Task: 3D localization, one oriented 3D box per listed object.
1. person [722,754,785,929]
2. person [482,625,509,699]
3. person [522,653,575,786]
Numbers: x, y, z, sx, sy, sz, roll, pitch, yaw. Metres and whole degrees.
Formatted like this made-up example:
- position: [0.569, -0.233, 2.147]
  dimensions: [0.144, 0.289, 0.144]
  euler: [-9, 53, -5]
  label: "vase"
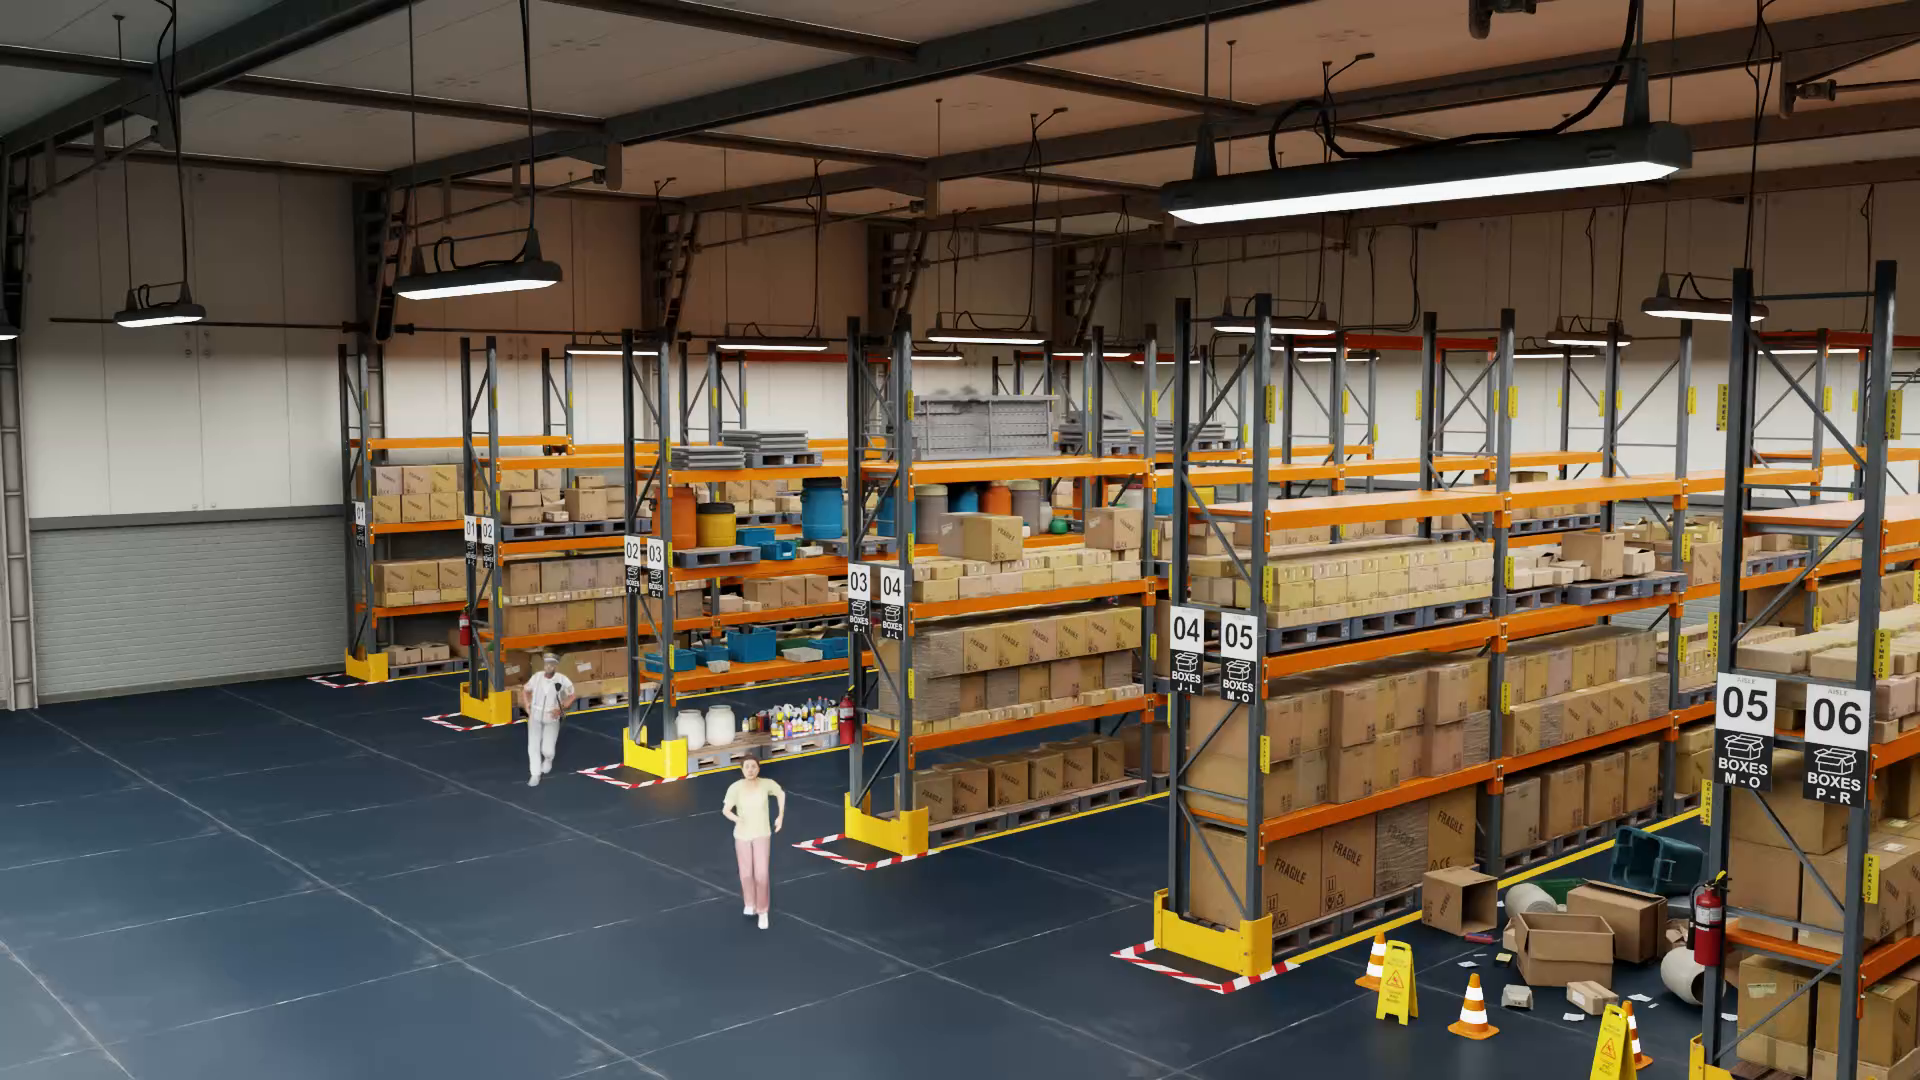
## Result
- position: [-1.995, 2.909, 16.086]
  dimensions: [0.588, 1.715, 0.693]
  euler: [0, 5, -4]
  label: "person"
- position: [-7.724, 1.752, 28.072]
  dimensions: [0.650, 1.839, 0.797]
  euler: [4, 6, 37]
  label: "person"
- position: [-5.459, 2.346, 22.063]
  dimensions: [0.701, 1.729, 0.648]
  euler: [0, 5, 0]
  label: "person"
